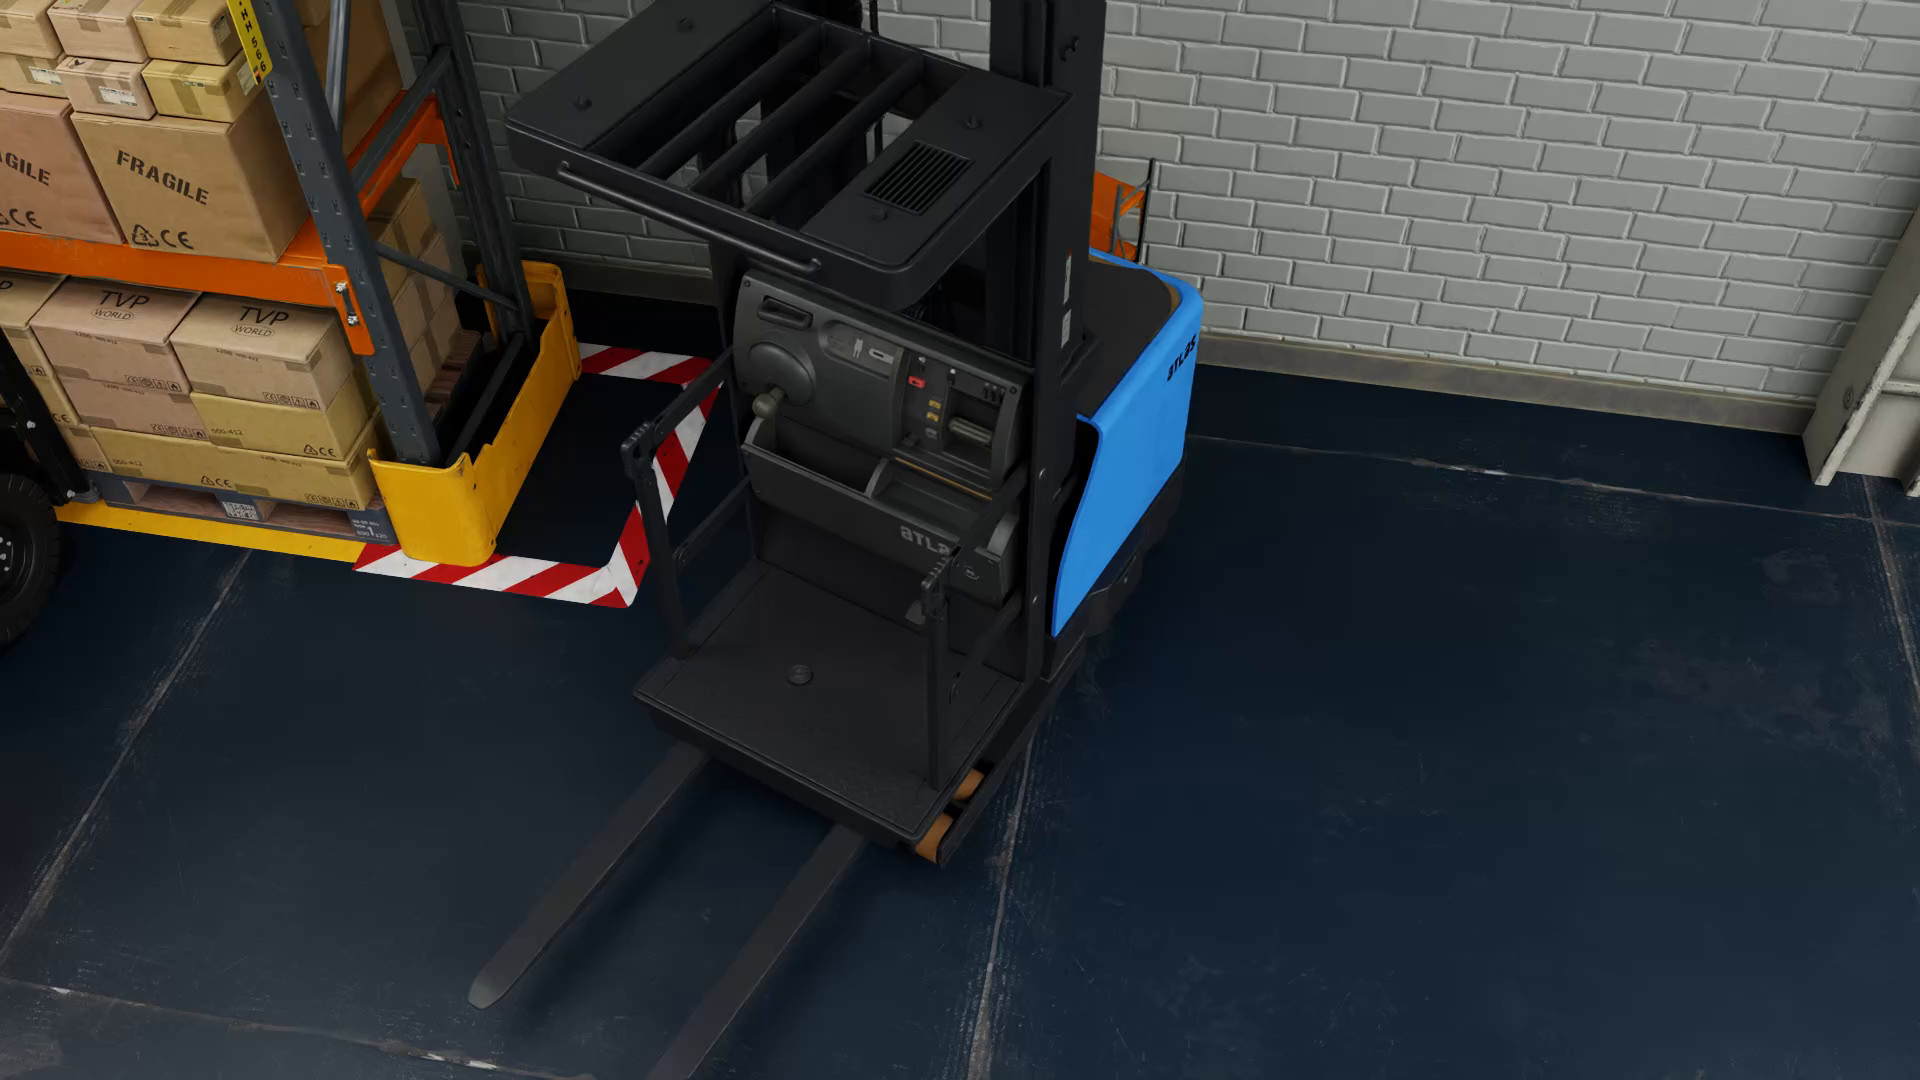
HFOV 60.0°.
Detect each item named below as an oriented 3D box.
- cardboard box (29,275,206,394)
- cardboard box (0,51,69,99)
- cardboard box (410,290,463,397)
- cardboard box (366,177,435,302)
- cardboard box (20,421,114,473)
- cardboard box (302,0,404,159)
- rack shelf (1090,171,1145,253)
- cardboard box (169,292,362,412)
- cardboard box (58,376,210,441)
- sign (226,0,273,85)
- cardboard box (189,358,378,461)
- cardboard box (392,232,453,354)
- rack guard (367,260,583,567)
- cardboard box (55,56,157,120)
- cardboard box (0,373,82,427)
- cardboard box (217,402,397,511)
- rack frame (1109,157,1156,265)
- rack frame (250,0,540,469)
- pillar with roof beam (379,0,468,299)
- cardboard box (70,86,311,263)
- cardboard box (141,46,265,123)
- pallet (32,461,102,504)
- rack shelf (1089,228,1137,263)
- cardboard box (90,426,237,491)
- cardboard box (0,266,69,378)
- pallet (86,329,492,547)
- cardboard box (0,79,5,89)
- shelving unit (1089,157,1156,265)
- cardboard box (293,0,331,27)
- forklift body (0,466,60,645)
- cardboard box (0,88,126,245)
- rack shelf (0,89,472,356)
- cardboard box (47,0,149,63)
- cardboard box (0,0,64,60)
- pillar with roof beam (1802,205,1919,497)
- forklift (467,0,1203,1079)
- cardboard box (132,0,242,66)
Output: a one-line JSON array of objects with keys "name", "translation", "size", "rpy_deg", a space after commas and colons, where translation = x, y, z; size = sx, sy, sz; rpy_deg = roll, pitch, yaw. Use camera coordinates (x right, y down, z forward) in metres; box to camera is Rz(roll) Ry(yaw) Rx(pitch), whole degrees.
[{"name": "cardboard box", "translation": [-2.861, -0.800, 5.846], "size": [0.500, 0.250, 0.500], "rpy_deg": [8, 49, 8]}, {"name": "cardboard box", "translation": [-2.741, -1.531, 5.105], "size": [0.250, 0.149, 0.380], "rpy_deg": [8, 49, 8]}, {"name": "cardboard box", "translation": [-2.298, -0.778, 6.499], "size": [0.500, 0.250, 0.500], "rpy_deg": [8, 49, 7]}, {"name": "cardboard box", "translation": [-2.288, -1.106, 6.121], "size": [0.500, 0.250, 0.500], "rpy_deg": [7, 48, 6]}, {"name": "cardboard box", "translation": [-3.346, -0.546, 6.290], "size": [0.500, 0.250, 0.500], "rpy_deg": [8, 49, 7]}, {"name": "cardboard box", "translation": [-2.287, -1.651, 5.649], "size": [0.500, 0.500, 0.500], "rpy_deg": [9, 49, 8]}, {"name": "rack shelf", "translation": [0.406, -1.235, 6.014], "size": [0.480, 0.148, 0.258], "rpy_deg": [28, 49, 23]}, {"name": "cardboard box", "translation": [-2.358, -0.737, 5.789], "size": [0.500, 0.250, 0.500], "rpy_deg": [9, 49, 8]}, {"name": "cardboard box", "translation": [-2.875, -0.647, 6.045], "size": [0.500, 0.250, 0.500], "rpy_deg": [7, 48, 6]}, {"name": "sign", "translation": [-1.959, -1.419, 4.571], "size": [0.005, 0.325, 0.100], "rpy_deg": [8, 49, 7]}, {"name": "cardboard box", "translation": [-2.384, -0.572, 5.978], "size": [0.500, 0.250, 0.500], "rpy_deg": [7, 48, 6]}, {"name": "cardboard box", "translation": [-2.275, -0.951, 6.318], "size": [0.500, 0.250, 0.500], "rpy_deg": [8, 49, 8]}, {"name": "rack guard", "translation": [-1.825, -0.510, 6.372], "size": [0.348, 0.500, 1.175], "rpy_deg": [8, 49, 7]}, {"name": "cardboard box", "translation": [-2.497, -1.451, 5.034], "size": [0.250, 0.149, 0.380], "rpy_deg": [8, 49, 7]}, {"name": "cardboard box", "translation": [-3.387, -0.700, 6.092], "size": [0.500, 0.250, 0.500], "rpy_deg": [7, 48, 6]}, {"name": "cardboard box", "translation": [-2.368, -0.401, 6.160], "size": [0.500, 0.250, 0.500], "rpy_deg": [8, 49, 7]}, {"name": "rack frame", "translation": [0.586, -0.849, 6.193], "size": [0.015, 1.200, 0.240], "rpy_deg": [28, 49, 23]}, {"name": "rack frame", "translation": [-1.849, -1.348, 5.445], "size": [0.127, 3.000, 1.000], "rpy_deg": [8, 49, 7]}, {"name": "pillar with roof beam", "translation": [-3.140, -0.954, 1.058], "size": [0.400, 9.000, 9.100], "rpy_deg": [8, 49, 7]}, {"name": "cardboard box", "translation": [-2.380, -1.255, 5.294], "size": [0.500, 0.500, 0.500], "rpy_deg": [7, 48, 6]}, {"name": "cardboard box", "translation": [-2.240, -1.439, 5.023], "size": [0.250, 0.149, 0.380], "rpy_deg": [8, 49, 7]}, {"name": "pallet", "translation": [-3.806, -0.650, 6.692], "size": [1.213, 0.211, 1.003], "rpy_deg": [8, 49, 7]}, {"name": "rack shelf", "translation": [0.394, -1.066, 6.178], "size": [0.480, 0.148, 0.258], "rpy_deg": [28, 49, 23]}, {"name": "cardboard box", "translation": [-2.855, -0.473, 6.225], "size": [0.500, 0.250, 0.500], "rpy_deg": [8, 49, 7]}, {"name": "cardboard box", "translation": [-3.360, -0.859, 5.899], "size": [0.500, 0.250, 0.500], "rpy_deg": [8, 49, 7]}, {"name": "pallet", "translation": [-2.609, -0.487, 6.546], "size": [1.213, 0.211, 1.003], "rpy_deg": [8, 49, 7]}, {"name": "cardboard box", "translation": [-2.983, -1.572, 5.142], "size": [0.250, 0.149, 0.380], "rpy_deg": [7, 48, 7]}, {"name": "shelving unit", "translation": [0.387, -0.954, 6.287], "size": [0.503, 1.200, 0.258], "rpy_deg": [28, 49, 23]}, {"name": "cardboard box", "translation": [-2.137, -1.833, 5.377], "size": [0.250, 0.149, 0.380], "rpy_deg": [7, 48, 6]}, {"name": "forklift body", "translation": [-4.040, 0.020, 4.786], "size": [1.214, 2.155, 2.313], "rpy_deg": [8, 49, 7]}, {"name": "cardboard box", "translation": [-2.889, -1.330, 5.361], "size": [0.500, 0.500, 0.500], "rpy_deg": [9, 49, 8]}, {"name": "rack shelf", "translation": [-3.817, -1.372, 5.950], "size": [4.000, 0.370, 1.077], "rpy_deg": [8, 49, 7]}, {"name": "cardboard box", "translation": [-2.487, -1.601, 4.969], "size": [0.250, 0.149, 0.380], "rpy_deg": [8, 49, 7]}, {"name": "cardboard box", "translation": [-2.750, -1.616, 4.982], "size": [0.250, 0.149, 0.380], "rpy_deg": [9, 49, 8]}, {"name": "pillar with roof beam", "translation": [2.765, -0.160, 0.344], "size": [0.400, 9.000, 9.100], "rpy_deg": [8, 49, 7]}, {"name": "forklift", "translation": [-0.354, -0.350, 4.594], "size": [1.130, 2.935, 3.031], "rpy_deg": [24, 52, 20]}, {"name": "cardboard box", "translation": [-2.239, -1.591, 4.960], "size": [0.250, 0.149, 0.380], "rpy_deg": [8, 49, 7]}]
